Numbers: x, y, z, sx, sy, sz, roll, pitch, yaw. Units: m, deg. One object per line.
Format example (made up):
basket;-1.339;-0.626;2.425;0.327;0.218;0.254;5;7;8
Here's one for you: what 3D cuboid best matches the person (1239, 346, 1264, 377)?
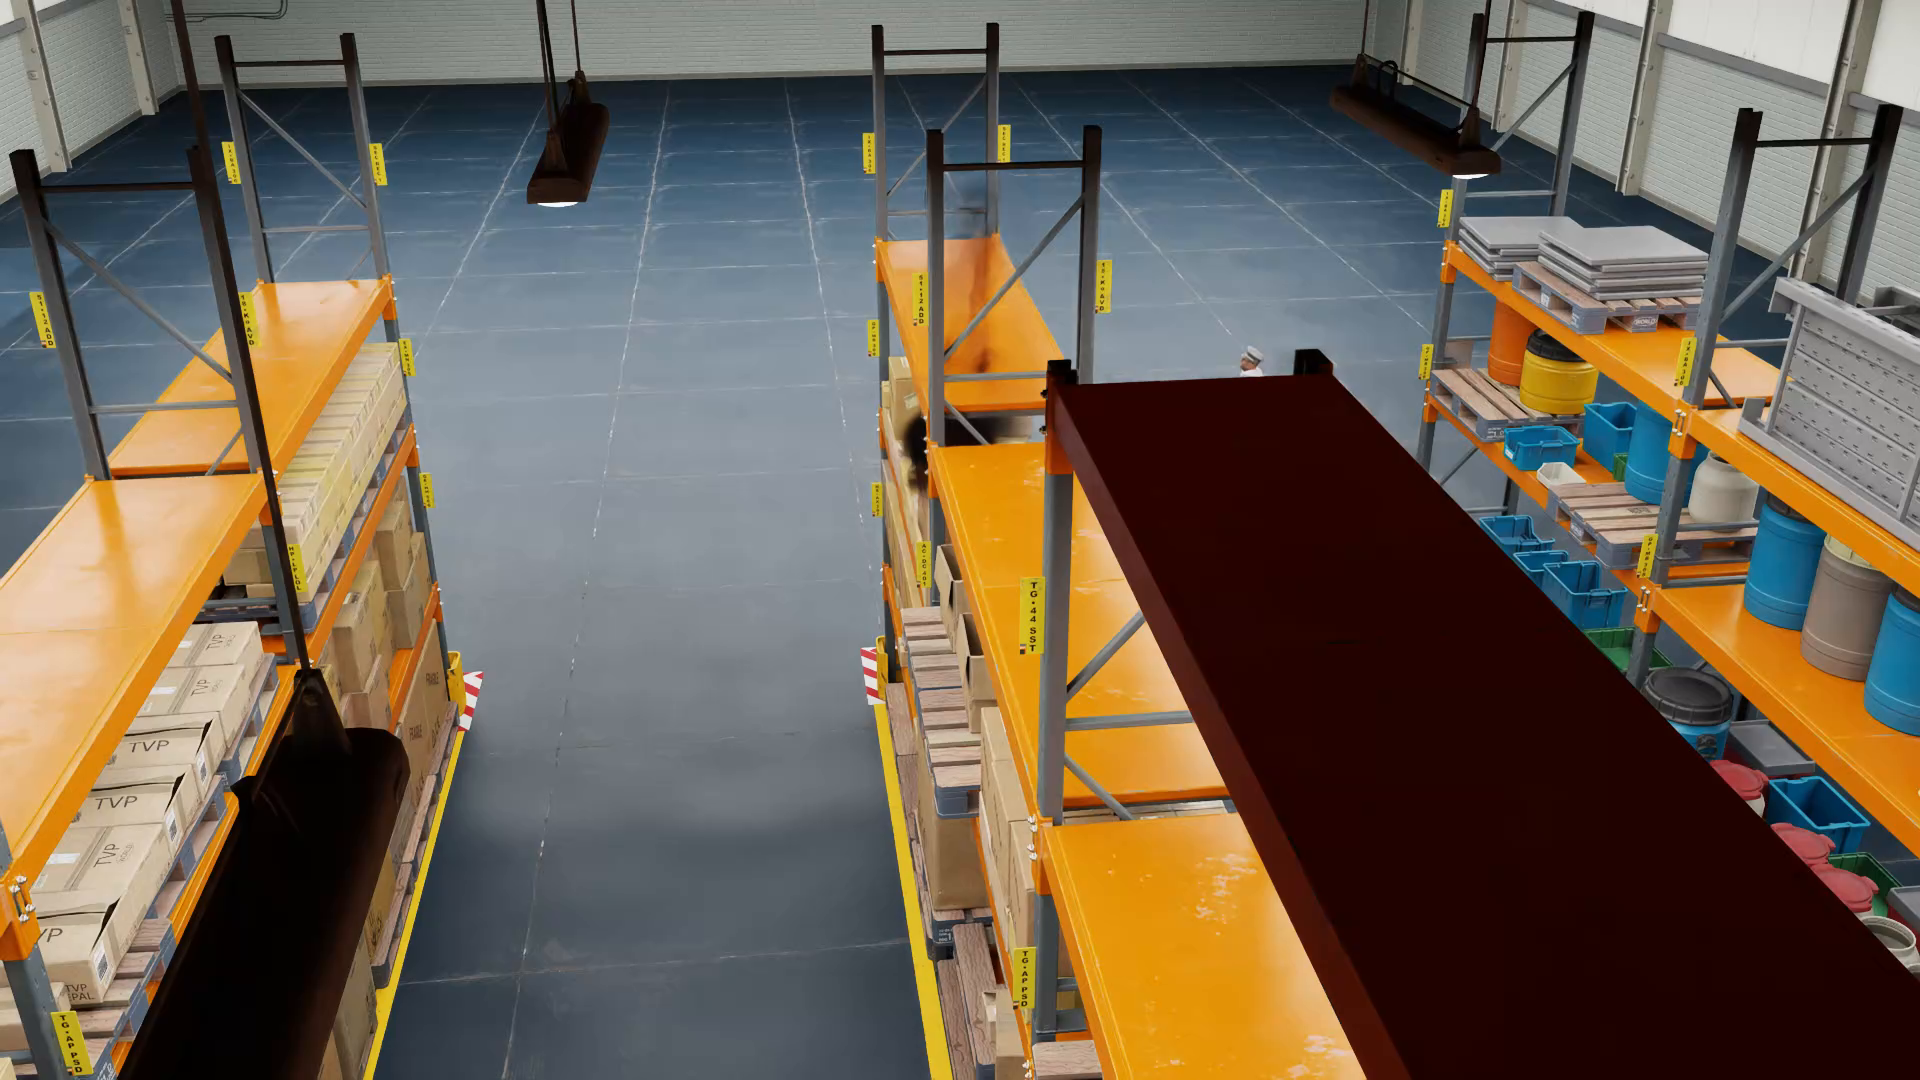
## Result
person;3.373;-1.447;19.522;0.644;1.733;0.664;8;27;16
